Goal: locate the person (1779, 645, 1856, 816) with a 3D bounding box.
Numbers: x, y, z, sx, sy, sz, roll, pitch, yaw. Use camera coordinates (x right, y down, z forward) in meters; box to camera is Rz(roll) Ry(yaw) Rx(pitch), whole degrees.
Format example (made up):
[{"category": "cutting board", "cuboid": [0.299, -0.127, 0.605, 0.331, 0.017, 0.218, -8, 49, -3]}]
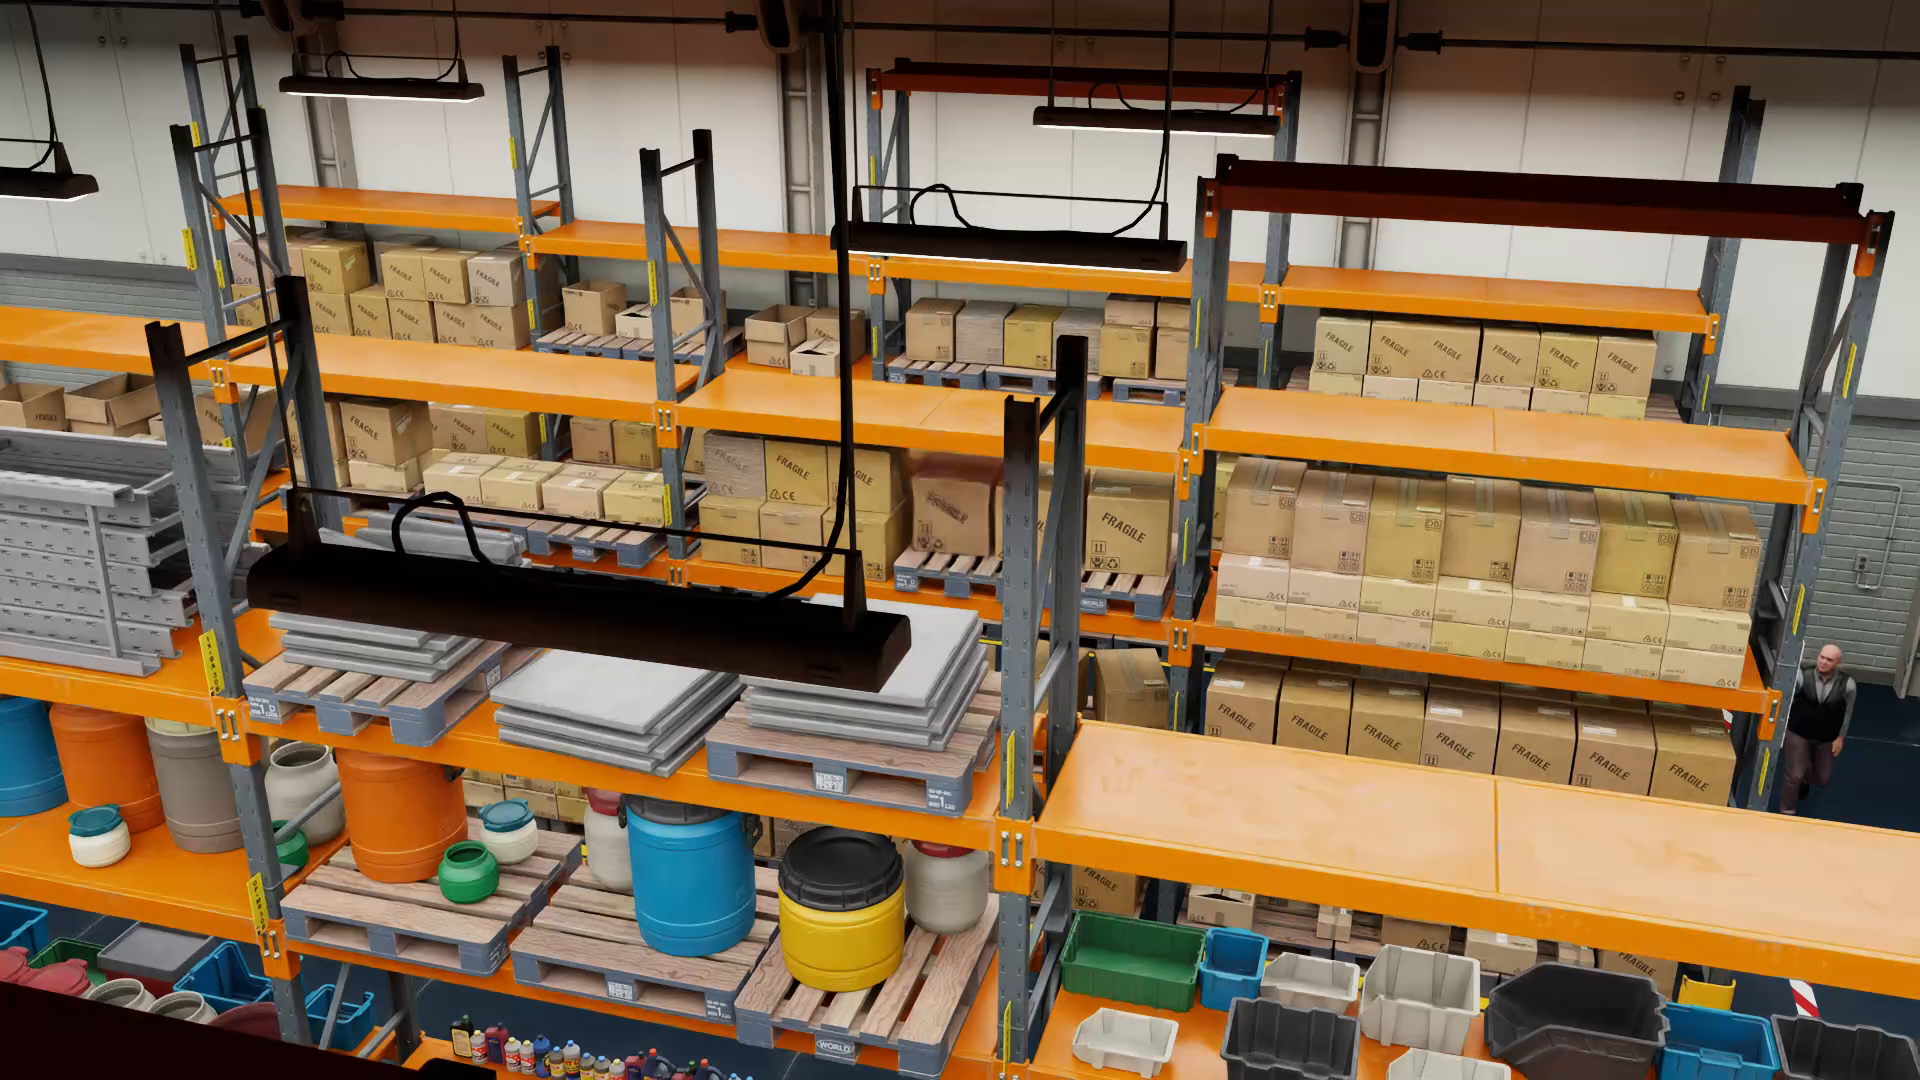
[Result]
[{"category": "person", "cuboid": [7.430, 1.667, 14.508, 0.514, 1.706, 0.708, 5, 23, 11]}]
